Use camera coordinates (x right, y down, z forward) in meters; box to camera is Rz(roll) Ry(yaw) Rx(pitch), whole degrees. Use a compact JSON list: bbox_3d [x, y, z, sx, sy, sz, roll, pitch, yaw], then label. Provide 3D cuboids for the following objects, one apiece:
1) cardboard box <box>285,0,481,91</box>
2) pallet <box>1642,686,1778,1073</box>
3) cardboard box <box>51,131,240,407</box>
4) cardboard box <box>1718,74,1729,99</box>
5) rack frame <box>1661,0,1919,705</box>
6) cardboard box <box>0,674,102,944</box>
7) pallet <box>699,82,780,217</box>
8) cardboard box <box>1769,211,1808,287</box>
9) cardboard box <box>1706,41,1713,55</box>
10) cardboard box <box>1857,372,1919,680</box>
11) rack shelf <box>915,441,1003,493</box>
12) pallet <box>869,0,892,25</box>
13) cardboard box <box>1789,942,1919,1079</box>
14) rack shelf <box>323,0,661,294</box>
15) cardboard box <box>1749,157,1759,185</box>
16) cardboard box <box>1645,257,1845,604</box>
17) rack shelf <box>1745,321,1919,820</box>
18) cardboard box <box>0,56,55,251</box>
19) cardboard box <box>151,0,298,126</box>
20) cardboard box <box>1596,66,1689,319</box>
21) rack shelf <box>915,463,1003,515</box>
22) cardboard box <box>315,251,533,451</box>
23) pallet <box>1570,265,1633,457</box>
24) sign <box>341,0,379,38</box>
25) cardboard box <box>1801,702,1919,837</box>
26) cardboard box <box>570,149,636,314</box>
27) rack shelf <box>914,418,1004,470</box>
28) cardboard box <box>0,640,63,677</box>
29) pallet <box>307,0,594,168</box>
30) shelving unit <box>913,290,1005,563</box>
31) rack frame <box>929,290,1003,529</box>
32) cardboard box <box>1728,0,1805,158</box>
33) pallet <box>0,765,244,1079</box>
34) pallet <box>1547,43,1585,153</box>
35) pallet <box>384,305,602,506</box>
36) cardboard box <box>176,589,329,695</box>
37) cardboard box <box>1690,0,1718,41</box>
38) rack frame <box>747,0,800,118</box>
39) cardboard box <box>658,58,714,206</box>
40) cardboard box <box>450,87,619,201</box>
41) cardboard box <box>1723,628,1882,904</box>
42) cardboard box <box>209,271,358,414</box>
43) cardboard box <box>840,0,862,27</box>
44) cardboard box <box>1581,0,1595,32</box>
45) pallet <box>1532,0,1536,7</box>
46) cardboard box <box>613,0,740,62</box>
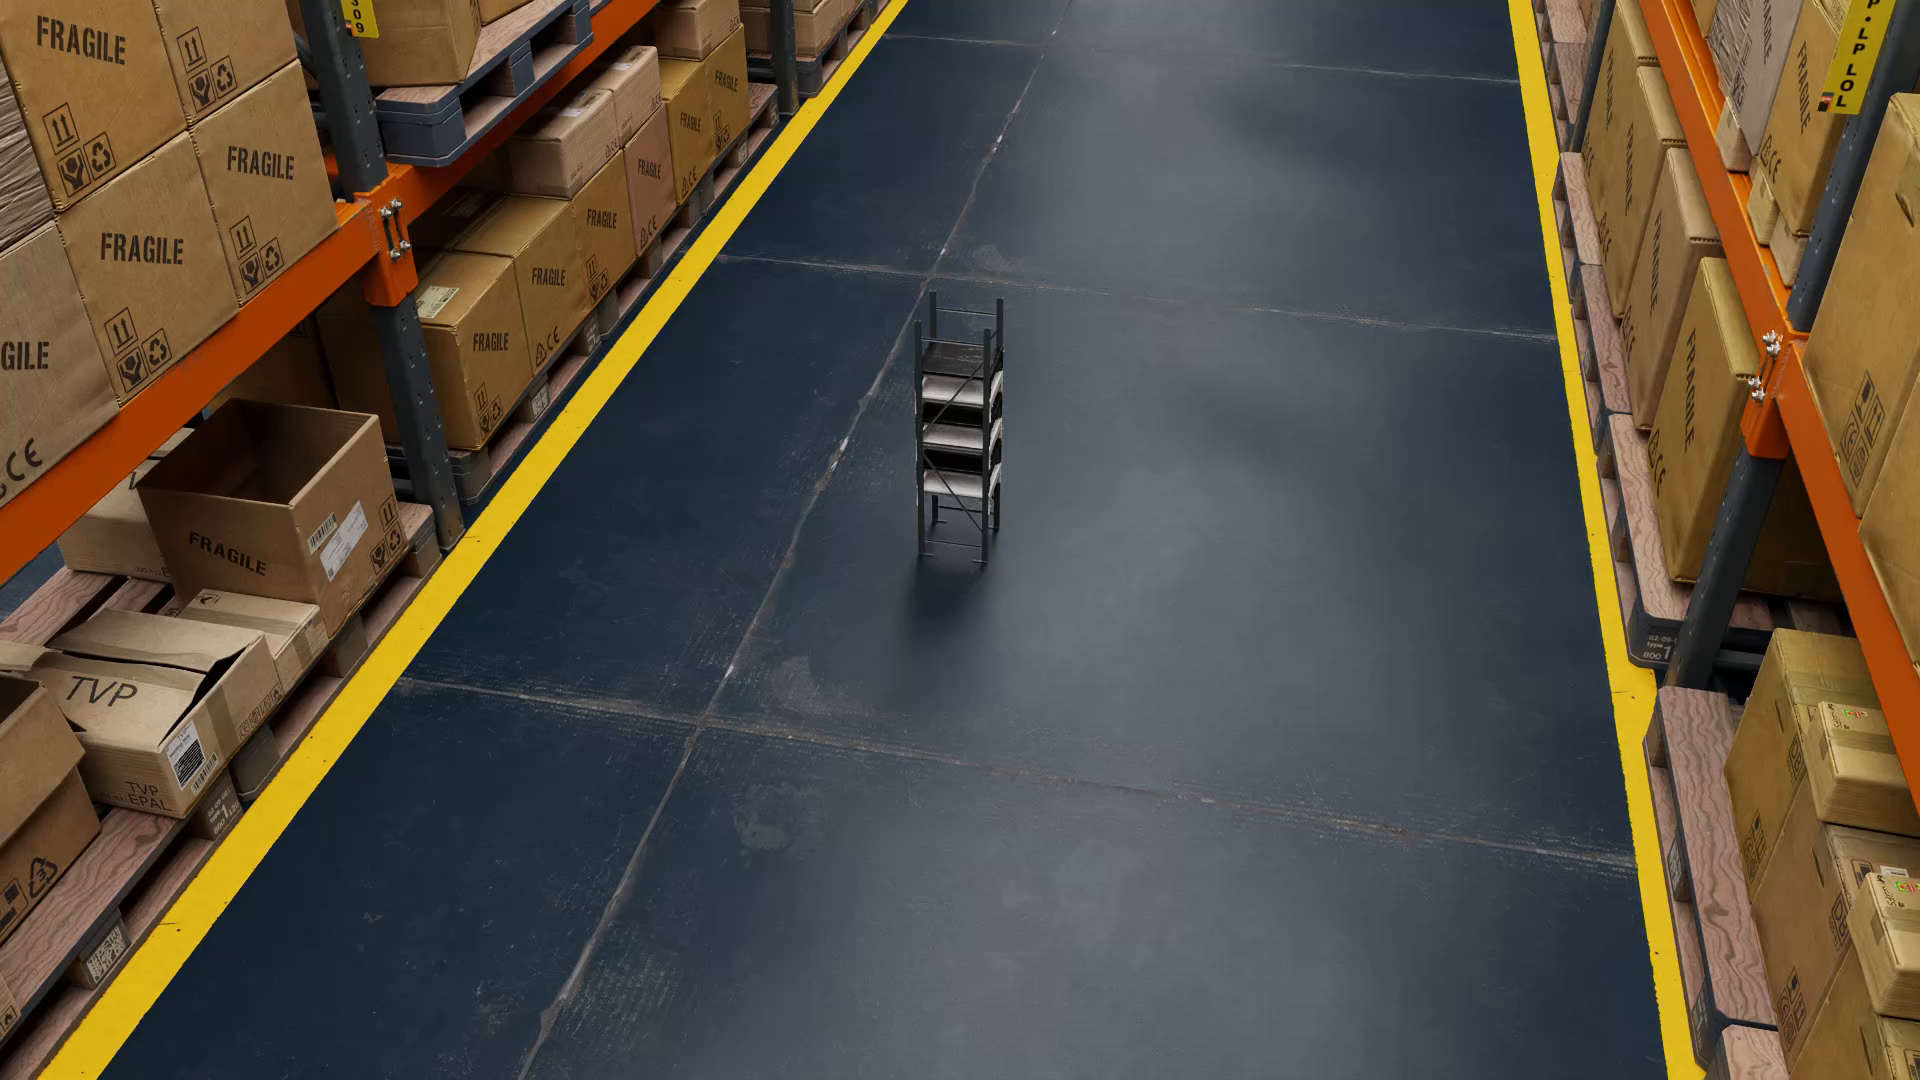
[{"bbox_3d":[-1.899,-1.721,5.125,0.700,0.500,0.500,-4,36,-6],"label":"cardboard box"},{"bbox_3d":[2.382,0.908,4.318,1.003,0.211,1.213,7,37,10],"label":"pallet"},{"bbox_3d":[-2.184,-0.693,4.064,0.500,0.500,0.500,8,37,11],"label":"cardboard box"},{"bbox_3d":[2.731,-1.506,5.469,0.380,0.149,0.250,6,36,9],"label":"cardboard box"},{"bbox_3d":[2.621,-0.648,4.088,1.000,3.000,0.127,7,37,10],"label":"rack frame"},{"bbox_3d":[-2.615,0.644,4.058,0.797,0.503,0.637,7,37,10],"label":"cardboard box"},{"bbox_3d":[-1.561,-2.007,8.340,1.003,0.211,1.213,7,37,10],"label":"pallet"},{"bbox_3d":[2.417,-0.783,4.472,0.380,0.149,0.250,8,37,10],"label":"cardboard box"},{"bbox_3d":[2.862,-1.807,5.884,0.380,0.149,0.250,8,37,10],"label":"cardboard box"},{"bbox_3d":[2.328,-0.042,2.997,0.980,0.700,0.700,6,36,9],"label":"cardboard box"},{"bbox_3d":[-0.002,-0.260,5.552,0.258,0.077,0.200,7,37,10],"label":"rack shelf"},{"bbox_3d":[-0.888,-3.595,10.530,1.003,0.211,1.213,7,37,10],"label":"pallet"},{"bbox_3d":[2.139,1.192,3.322,0.700,0.500,0.500,8,37,11],"label":"cardboard box"},{"bbox_3d":[-1.792,-2.122,6.735,1.077,0.370,4.000,7,37,10],"label":"rack shelf"},{"bbox_3d":[2.547,-1.074,4.873,0.380,0.149,0.250,8,37,11],"label":"cardboard box"},{"bbox_3d":[2.633,-0.336,5.132,0.750,0.750,0.750,8,37,11],"label":"cardboard box"},{"bbox_3d":[2.194,0.790,2.717,1.077,0.370,4.000,7,37,10],"label":"rack shelf"},{"bbox_3d":[-2.289,-0.807,3.370,0.500,0.500,0.500,8,37,10],"label":"cardboard box"},{"bbox_3d":[-2.074,-1.389,4.174,0.500,0.500,0.500,7,37,10],"label":"cardboard box"},{"bbox_3d":[2.997,-1.334,6.509,0.750,0.750,0.750,7,37,10],"label":"cardboard box"},{"bbox_3d":[-0.002,-0.187,5.605,0.258,0.077,0.200,7,37,10],"label":"rack shelf"},{"bbox_3d":[-1.878,-0.679,5.886,0.500,0.500,0.500,6,36,8],"label":"cardboard box"},{"bbox_3d":[2.971,-0.672,6.497,1.003,0.211,1.213,7,37,10],"label":"pallet"},{"bbox_3d":[-1.687,-1.553,4.600,0.100,0.325,0.005,7,37,10],"label":"sign"},{"bbox_3d":[2.110,0.521,3.694,0.380,0.149,0.250,8,37,12],"label":"cardboard box"},{"bbox_3d":[-1.661,-1.272,6.704,0.500,0.500,0.500,8,37,11],"label":"cardboard box"},{"bbox_3d":[-0.002,-0.333,5.499,0.258,0.077,0.200,7,37,10],"label":"rack shelf"},{"bbox_3d":[-2.695,0.413,4.663,0.380,0.166,0.250,7,37,10],"label":"cardboard box"},{"bbox_3d":[-1.942,-1.633,5.611,1.003,0.211,1.213,7,37,10],"label":"pallet"},{"bbox_3d":[-0.002,-0.360,5.480,0.258,0.900,0.210,7,37,10],"label":"shelving unit"},{"bbox_3d":[0.020,-0.418,5.560,0.240,0.900,0.006,7,37,10],"label":"rack frame"},{"bbox_3d":[2.573,-1.407,4.779,0.500,0.500,0.500,8,37,10],"label":"cardboard box"},{"bbox_3d":[-2.625,0.958,4.249,1.003,0.211,1.213,7,37,10],"label":"pallet"},{"bbox_3d":[3.644,-2.260,8.688,1.003,0.211,1.213,7,37,10],"label":"pallet"},{"bbox_3d":[-2.082,-0.608,6.410,1.003,0.211,1.213,7,37,10],"label":"pallet"},{"bbox_3d":[-2.085,0.294,4.842,0.380,0.149,0.250,7,37,10],"label":"cardboard box"},{"bbox_3d":[2.790,-1.981,5.571,0.500,0.500,0.500,8,37,11],"label":"cardboard box"},{"bbox_3d":[-1.365,-3.560,8.105,1.000,3.000,0.127,7,37,10],"label":"rack frame"},{"bbox_3d":[-1.446,-1.863,7.520,0.500,0.500,0.500,6,36,8],"label":"cardboard box"},{"bbox_3d":[-1.664,-1.556,6.457,0.500,0.250,0.500,7,37,10],"label":"cardboard box"},{"bbox_3d":[2.361,0.610,4.124,0.700,0.500,0.500,8,37,11],"label":"cardboard box"},{"bbox_3d":[-2.394,-0.751,5.986,0.500,0.500,0.500,7,37,10],"label":"cardboard box"},{"bbox_3d":[-0.859,-3.168,9.550,0.500,0.250,0.500,6,36,9],"label":"cardboard box"},{"bbox_3d":[3.880,-3.095,9.220,0.700,0.500,0.500,7,37,10],"label":"cardboard box"},{"bbox_3d":[4.165,-3.659,10.618,1.003,0.211,1.213,7,37,10],"label":"pallet"},{"bbox_3d":[-1.343,-2.431,7.664,0.500,0.250,0.500,9,37,12],"label":"cardboard box"}]
